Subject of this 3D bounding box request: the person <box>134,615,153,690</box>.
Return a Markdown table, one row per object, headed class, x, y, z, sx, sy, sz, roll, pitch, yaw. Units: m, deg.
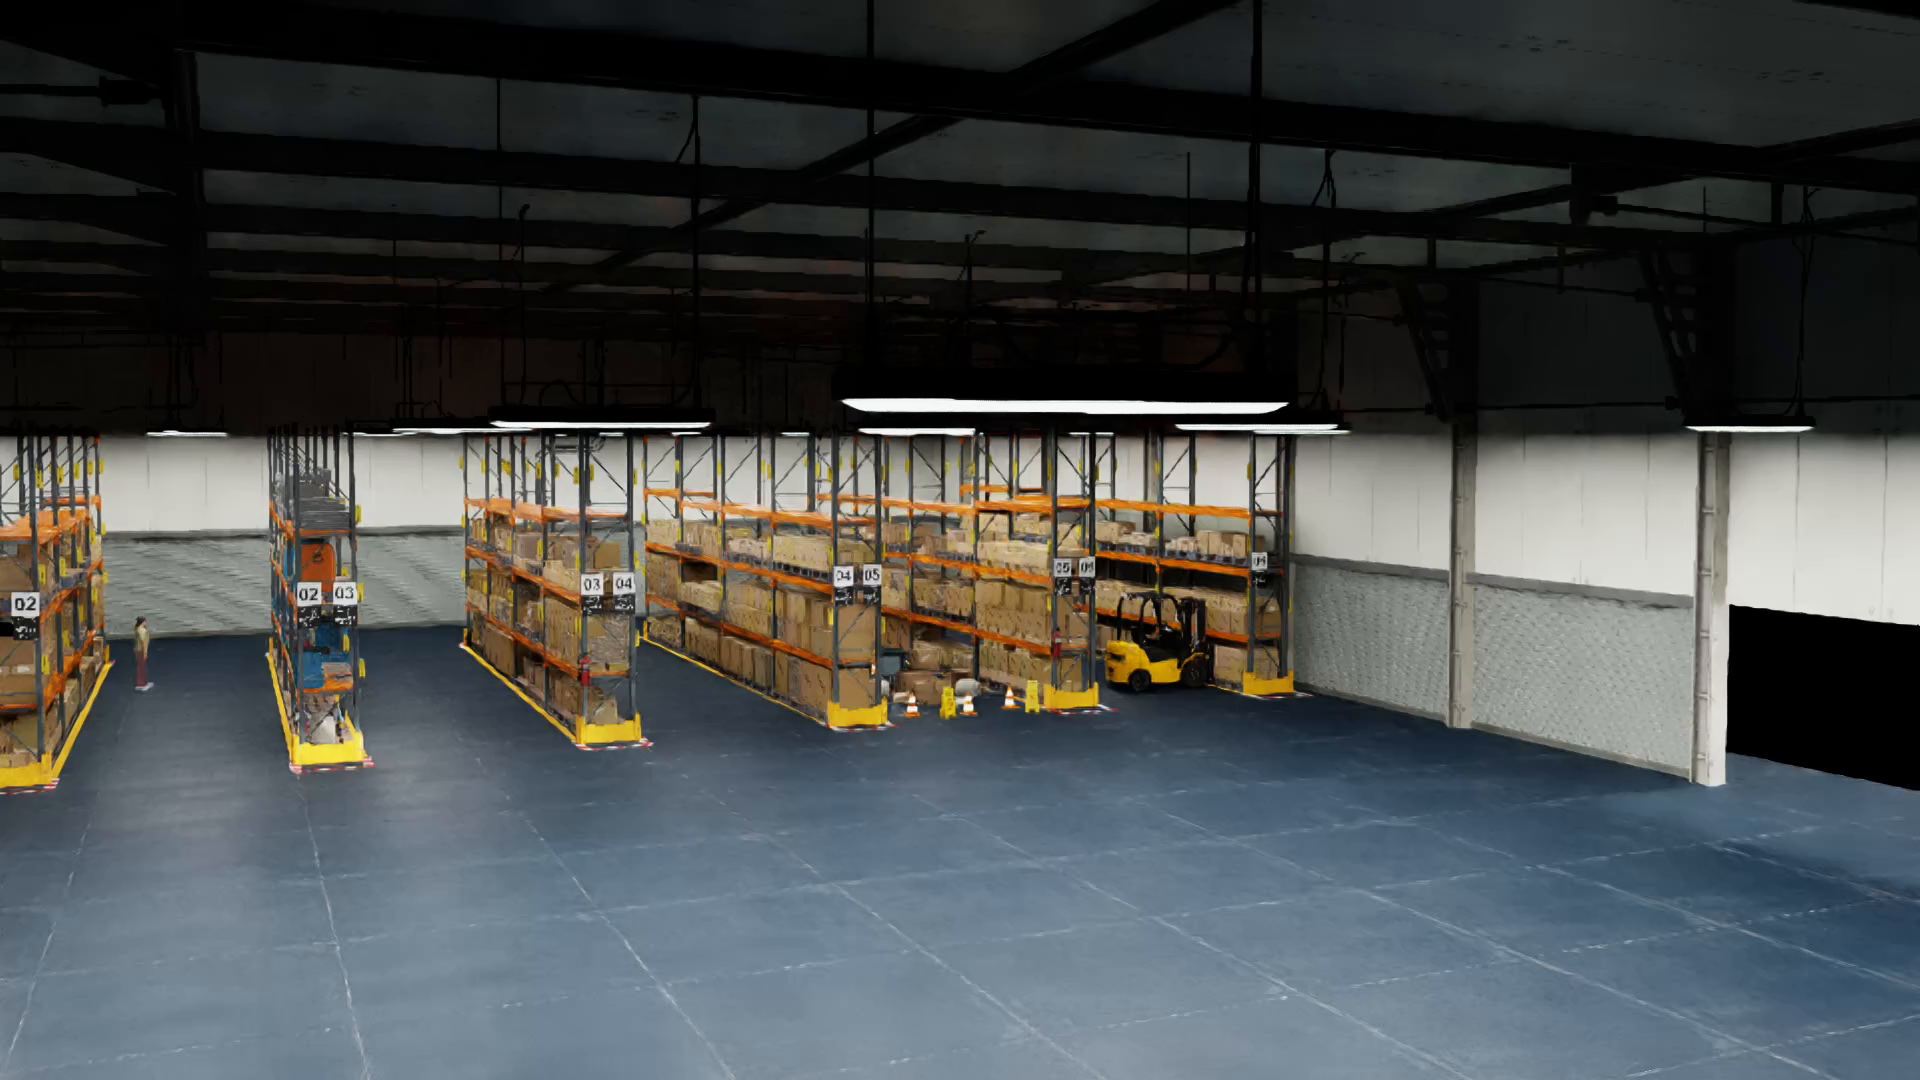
| class | x | y | z | sx | sy | sz | roll | pitch | yaw |
| --- | --- | --- | --- | --- | --- | --- | --- | --- | --- |
| person | -18.604 | 2.554 | 37.905 | 0.454 | 1.679 | 0.536 | -3 | 5 | -42 |
